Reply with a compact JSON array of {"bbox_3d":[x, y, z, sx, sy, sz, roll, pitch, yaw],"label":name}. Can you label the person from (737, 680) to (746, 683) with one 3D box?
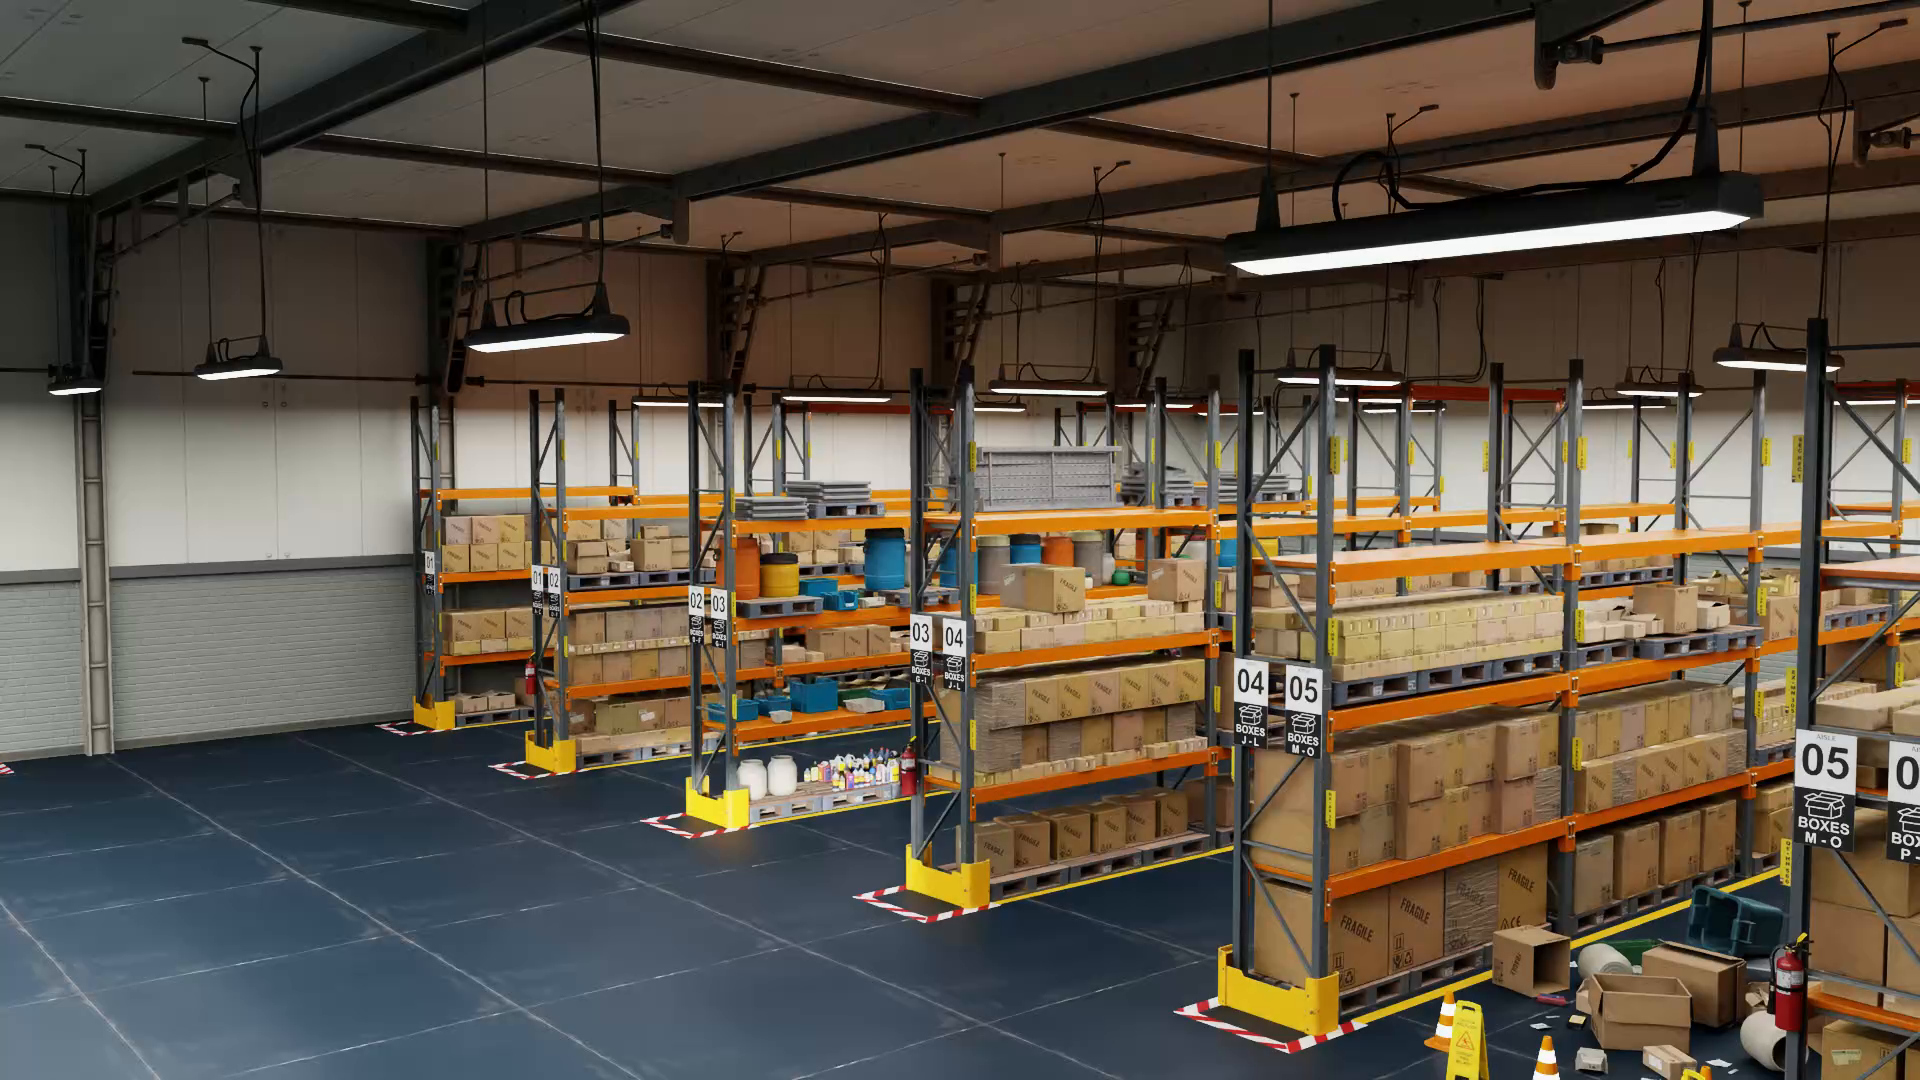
[{"bbox_3d":[-4.054,2.483,30.606,0.934,1.703,0.680,-2,4,-36],"label":"person"}]
